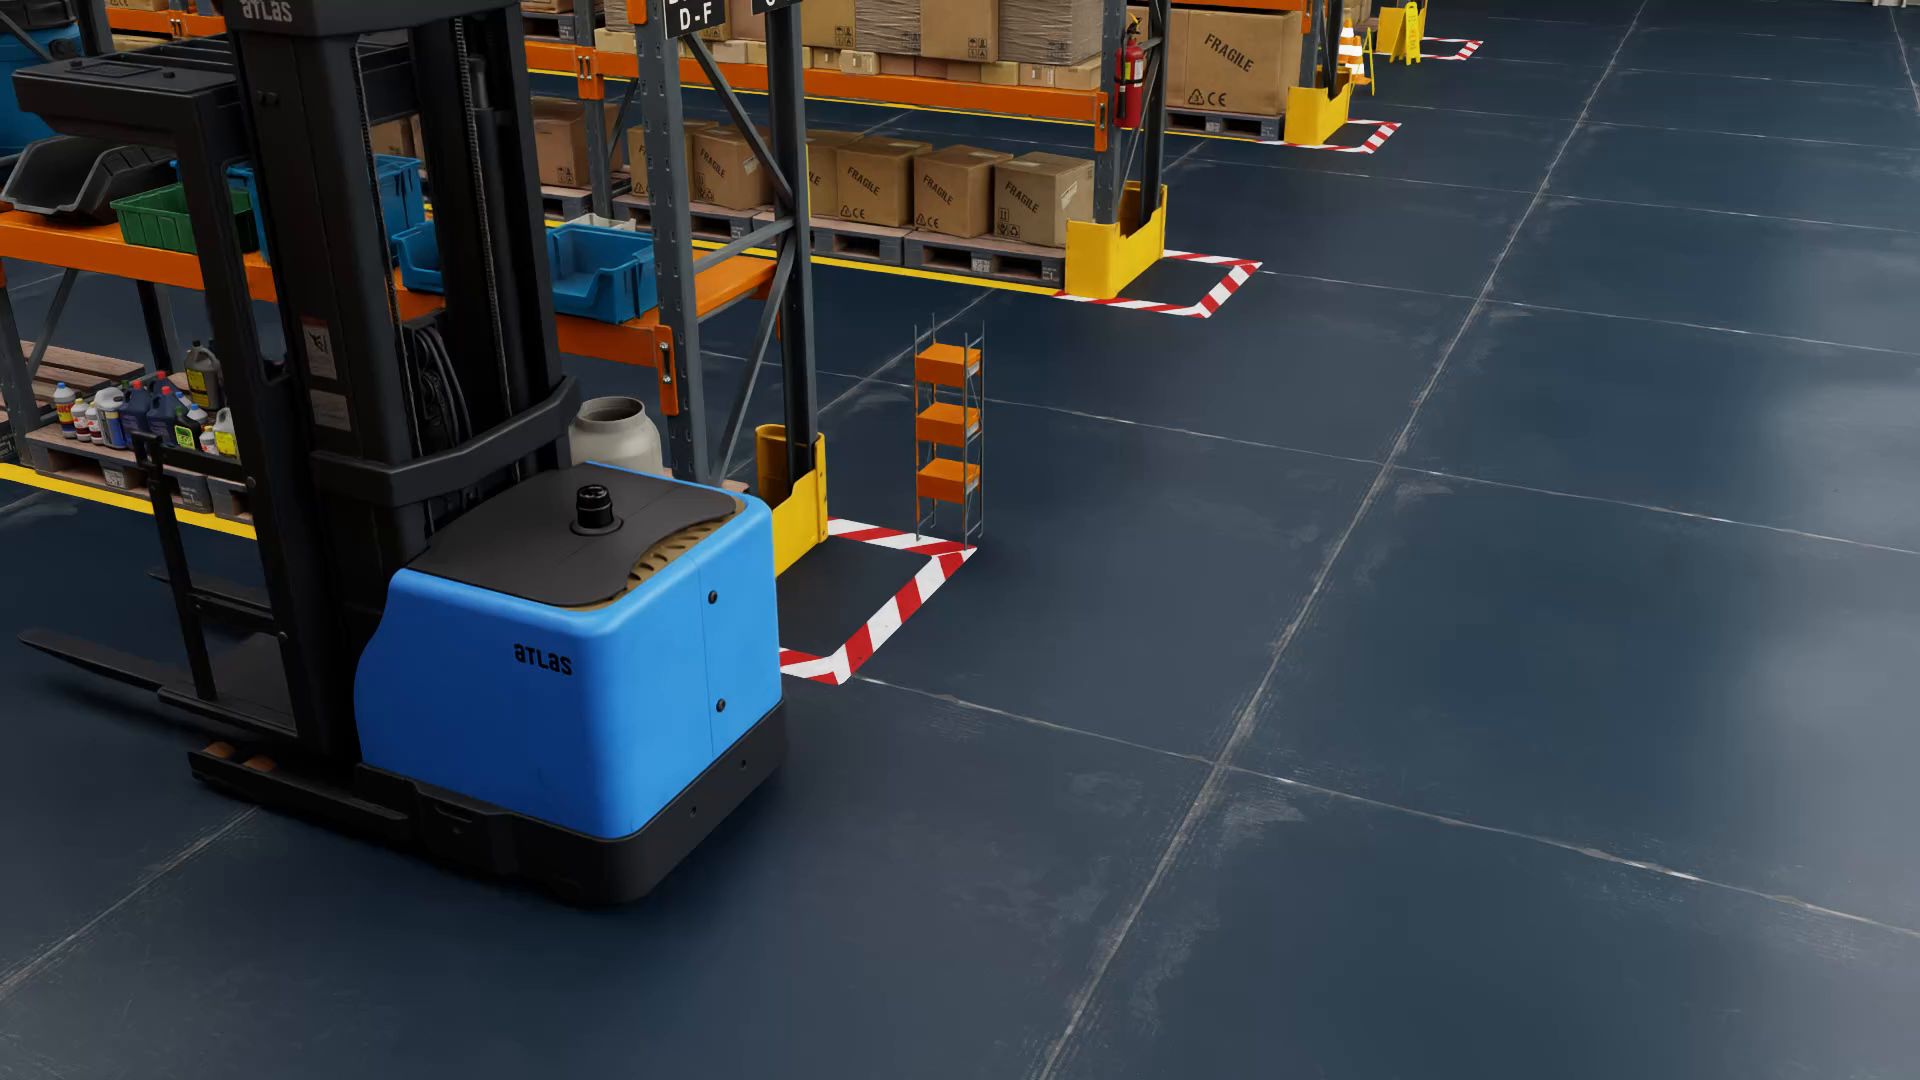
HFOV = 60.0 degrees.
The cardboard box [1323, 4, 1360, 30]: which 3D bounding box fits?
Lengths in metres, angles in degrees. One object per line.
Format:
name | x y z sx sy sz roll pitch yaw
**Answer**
cardboard box | 4.377 -6.157 19.497 0.500 0.250 0.500 11 28 22

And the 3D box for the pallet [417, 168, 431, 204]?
pallet | -4.321 -3.018 13.641 1.213 0.211 1.003 11 28 22

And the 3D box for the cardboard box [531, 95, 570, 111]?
cardboard box | -3.474 -3.196 13.178 0.500 0.500 0.700 11 28 21

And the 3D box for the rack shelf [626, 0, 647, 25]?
rack shelf | -2.727 -2.571 6.994 4.000 0.370 1.077 11 28 22

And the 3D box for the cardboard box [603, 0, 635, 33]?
cardboard box | -2.113 -3.976 11.980 0.500 0.500 0.875 11 28 22

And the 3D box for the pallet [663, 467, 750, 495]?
pallet | -1.732 -0.077 7.667 1.213 0.211 1.003 11 28 22

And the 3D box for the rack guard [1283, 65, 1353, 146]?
rack guard | 3.311 -4.024 15.356 0.348 0.500 1.175 11 28 22

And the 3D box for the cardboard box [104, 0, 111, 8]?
cardboard box | -7.142 -4.765 13.920 0.500 0.500 0.500 11 28 21

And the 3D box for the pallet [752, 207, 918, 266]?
pallet | -0.757 -2.323 12.229 1.213 0.211 1.003 11 28 22

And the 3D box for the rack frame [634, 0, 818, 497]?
rack frame | -0.906 -1.182 6.755 0.127 3.000 1.000 11 28 22

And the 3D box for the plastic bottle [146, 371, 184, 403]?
plastic bottle | -3.925 -0.666 8.207 0.185 0.351 0.144 11 28 22

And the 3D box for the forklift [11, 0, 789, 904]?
forklift | -2.175 -0.585 5.619 3.031 2.935 1.130 12 29 23

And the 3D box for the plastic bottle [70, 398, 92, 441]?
plastic bottle | -4.346 -0.602 8.247 0.097 0.201 0.097 0 26 0

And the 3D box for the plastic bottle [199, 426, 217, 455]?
plastic bottle | -3.564 -0.445 7.928 0.097 0.201 0.097 0 26 0

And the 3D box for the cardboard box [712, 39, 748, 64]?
cardboard box | -1.523 -3.442 11.630 0.250 0.149 0.380 11 28 22

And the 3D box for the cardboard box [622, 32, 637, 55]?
cardboard box | -2.204 -3.581 11.912 0.250 0.149 0.380 11 28 22

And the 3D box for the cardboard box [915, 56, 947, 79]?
cardboard box | -0.109 -3.215 11.169 0.250 0.149 0.380 11 28 22

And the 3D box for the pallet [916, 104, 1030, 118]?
pallet | 0.308 -4.459 16.568 1.213 0.211 1.003 11 28 22

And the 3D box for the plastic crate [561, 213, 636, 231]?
plastic crate | -1.588 -1.357 7.408 0.250 0.136 0.298 11 28 22

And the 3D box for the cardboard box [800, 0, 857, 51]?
cardboard box | -0.738 -3.712 11.443 0.500 0.500 0.875 11 28 22

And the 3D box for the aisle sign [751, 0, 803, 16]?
aisle sign | -0.719 -2.453 6.393 0.004 0.787 0.394 11 28 22

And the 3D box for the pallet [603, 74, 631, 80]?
pallet | -3.307 -5.187 18.046 1.213 0.211 1.003 11 28 22

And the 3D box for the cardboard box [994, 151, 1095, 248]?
cardboard box | 0.583 -2.361 11.505 0.500 0.500 0.500 17 31 31

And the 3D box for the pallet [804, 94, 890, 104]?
pallet | -1.086 -4.740 17.139 1.213 0.211 1.003 11 28 22

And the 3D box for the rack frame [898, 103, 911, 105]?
rack frame | -0.352 -5.881 16.299 0.127 3.000 1.000 11 28 22

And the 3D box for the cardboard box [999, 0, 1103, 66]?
cardboard box | 0.655 -3.463 10.939 0.500 0.500 0.875 11 28 22

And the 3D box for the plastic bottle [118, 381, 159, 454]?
plastic bottle | -3.984 -0.608 8.090 0.185 0.351 0.144 12 29 23

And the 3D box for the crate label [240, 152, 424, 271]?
crate label | -2.694 -1.426 7.210 0.616 0.435 0.502 11 28 22

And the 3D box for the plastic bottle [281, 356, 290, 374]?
plastic bottle | -3.373 -0.826 8.533 0.185 0.351 0.144 11 28 21

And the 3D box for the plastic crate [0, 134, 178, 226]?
plastic crate | -4.123 -1.739 7.956 0.504 0.338 0.767 11 28 22

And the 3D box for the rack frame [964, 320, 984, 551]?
rack frame | 0.063 -0.459 7.493 0.008 1.050 0.200 11 28 22

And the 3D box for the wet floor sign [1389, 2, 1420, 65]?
wet floor sign | 4.976 -5.637 18.469 0.232 0.644 0.267 23 35 39

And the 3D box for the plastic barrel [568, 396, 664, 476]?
plastic barrel | -1.537 -0.344 7.394 0.421 0.512 0.421 0 26 0

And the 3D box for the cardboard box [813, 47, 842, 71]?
cardboard box | -0.809 -3.336 11.413 0.250 0.149 0.380 11 28 22

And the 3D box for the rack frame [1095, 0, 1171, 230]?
rack frame | 1.144 -3.174 10.800 0.127 3.000 1.000 11 28 22

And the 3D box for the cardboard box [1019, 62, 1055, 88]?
cardboard box | 0.572 -3.076 10.886 0.250 0.149 0.380 11 28 22

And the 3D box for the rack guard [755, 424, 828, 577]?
rack guard | -0.995 -0.056 7.297 0.348 0.500 1.175 11 28 22

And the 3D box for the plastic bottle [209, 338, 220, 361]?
plastic bottle | -3.842 -0.920 8.724 0.185 0.351 0.144 11 28 20

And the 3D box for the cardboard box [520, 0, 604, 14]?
cardboard box | -3.162 -4.564 12.469 1.000 1.000 1.000 12 28 22

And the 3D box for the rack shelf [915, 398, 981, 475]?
rack shelf | -0.049 -0.472 7.543 0.240 0.259 0.215 11 28 22

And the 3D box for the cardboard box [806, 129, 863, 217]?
cardboard box | -1.027 -2.699 12.191 0.500 0.500 0.500 9 28 17

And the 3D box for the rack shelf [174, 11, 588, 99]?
rack shelf | -4.318 -3.948 13.187 4.000 0.370 1.077 11 28 22

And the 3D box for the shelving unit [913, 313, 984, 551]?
shelving unit | -0.049 -0.481 7.538 0.252 1.050 0.215 11 28 22
